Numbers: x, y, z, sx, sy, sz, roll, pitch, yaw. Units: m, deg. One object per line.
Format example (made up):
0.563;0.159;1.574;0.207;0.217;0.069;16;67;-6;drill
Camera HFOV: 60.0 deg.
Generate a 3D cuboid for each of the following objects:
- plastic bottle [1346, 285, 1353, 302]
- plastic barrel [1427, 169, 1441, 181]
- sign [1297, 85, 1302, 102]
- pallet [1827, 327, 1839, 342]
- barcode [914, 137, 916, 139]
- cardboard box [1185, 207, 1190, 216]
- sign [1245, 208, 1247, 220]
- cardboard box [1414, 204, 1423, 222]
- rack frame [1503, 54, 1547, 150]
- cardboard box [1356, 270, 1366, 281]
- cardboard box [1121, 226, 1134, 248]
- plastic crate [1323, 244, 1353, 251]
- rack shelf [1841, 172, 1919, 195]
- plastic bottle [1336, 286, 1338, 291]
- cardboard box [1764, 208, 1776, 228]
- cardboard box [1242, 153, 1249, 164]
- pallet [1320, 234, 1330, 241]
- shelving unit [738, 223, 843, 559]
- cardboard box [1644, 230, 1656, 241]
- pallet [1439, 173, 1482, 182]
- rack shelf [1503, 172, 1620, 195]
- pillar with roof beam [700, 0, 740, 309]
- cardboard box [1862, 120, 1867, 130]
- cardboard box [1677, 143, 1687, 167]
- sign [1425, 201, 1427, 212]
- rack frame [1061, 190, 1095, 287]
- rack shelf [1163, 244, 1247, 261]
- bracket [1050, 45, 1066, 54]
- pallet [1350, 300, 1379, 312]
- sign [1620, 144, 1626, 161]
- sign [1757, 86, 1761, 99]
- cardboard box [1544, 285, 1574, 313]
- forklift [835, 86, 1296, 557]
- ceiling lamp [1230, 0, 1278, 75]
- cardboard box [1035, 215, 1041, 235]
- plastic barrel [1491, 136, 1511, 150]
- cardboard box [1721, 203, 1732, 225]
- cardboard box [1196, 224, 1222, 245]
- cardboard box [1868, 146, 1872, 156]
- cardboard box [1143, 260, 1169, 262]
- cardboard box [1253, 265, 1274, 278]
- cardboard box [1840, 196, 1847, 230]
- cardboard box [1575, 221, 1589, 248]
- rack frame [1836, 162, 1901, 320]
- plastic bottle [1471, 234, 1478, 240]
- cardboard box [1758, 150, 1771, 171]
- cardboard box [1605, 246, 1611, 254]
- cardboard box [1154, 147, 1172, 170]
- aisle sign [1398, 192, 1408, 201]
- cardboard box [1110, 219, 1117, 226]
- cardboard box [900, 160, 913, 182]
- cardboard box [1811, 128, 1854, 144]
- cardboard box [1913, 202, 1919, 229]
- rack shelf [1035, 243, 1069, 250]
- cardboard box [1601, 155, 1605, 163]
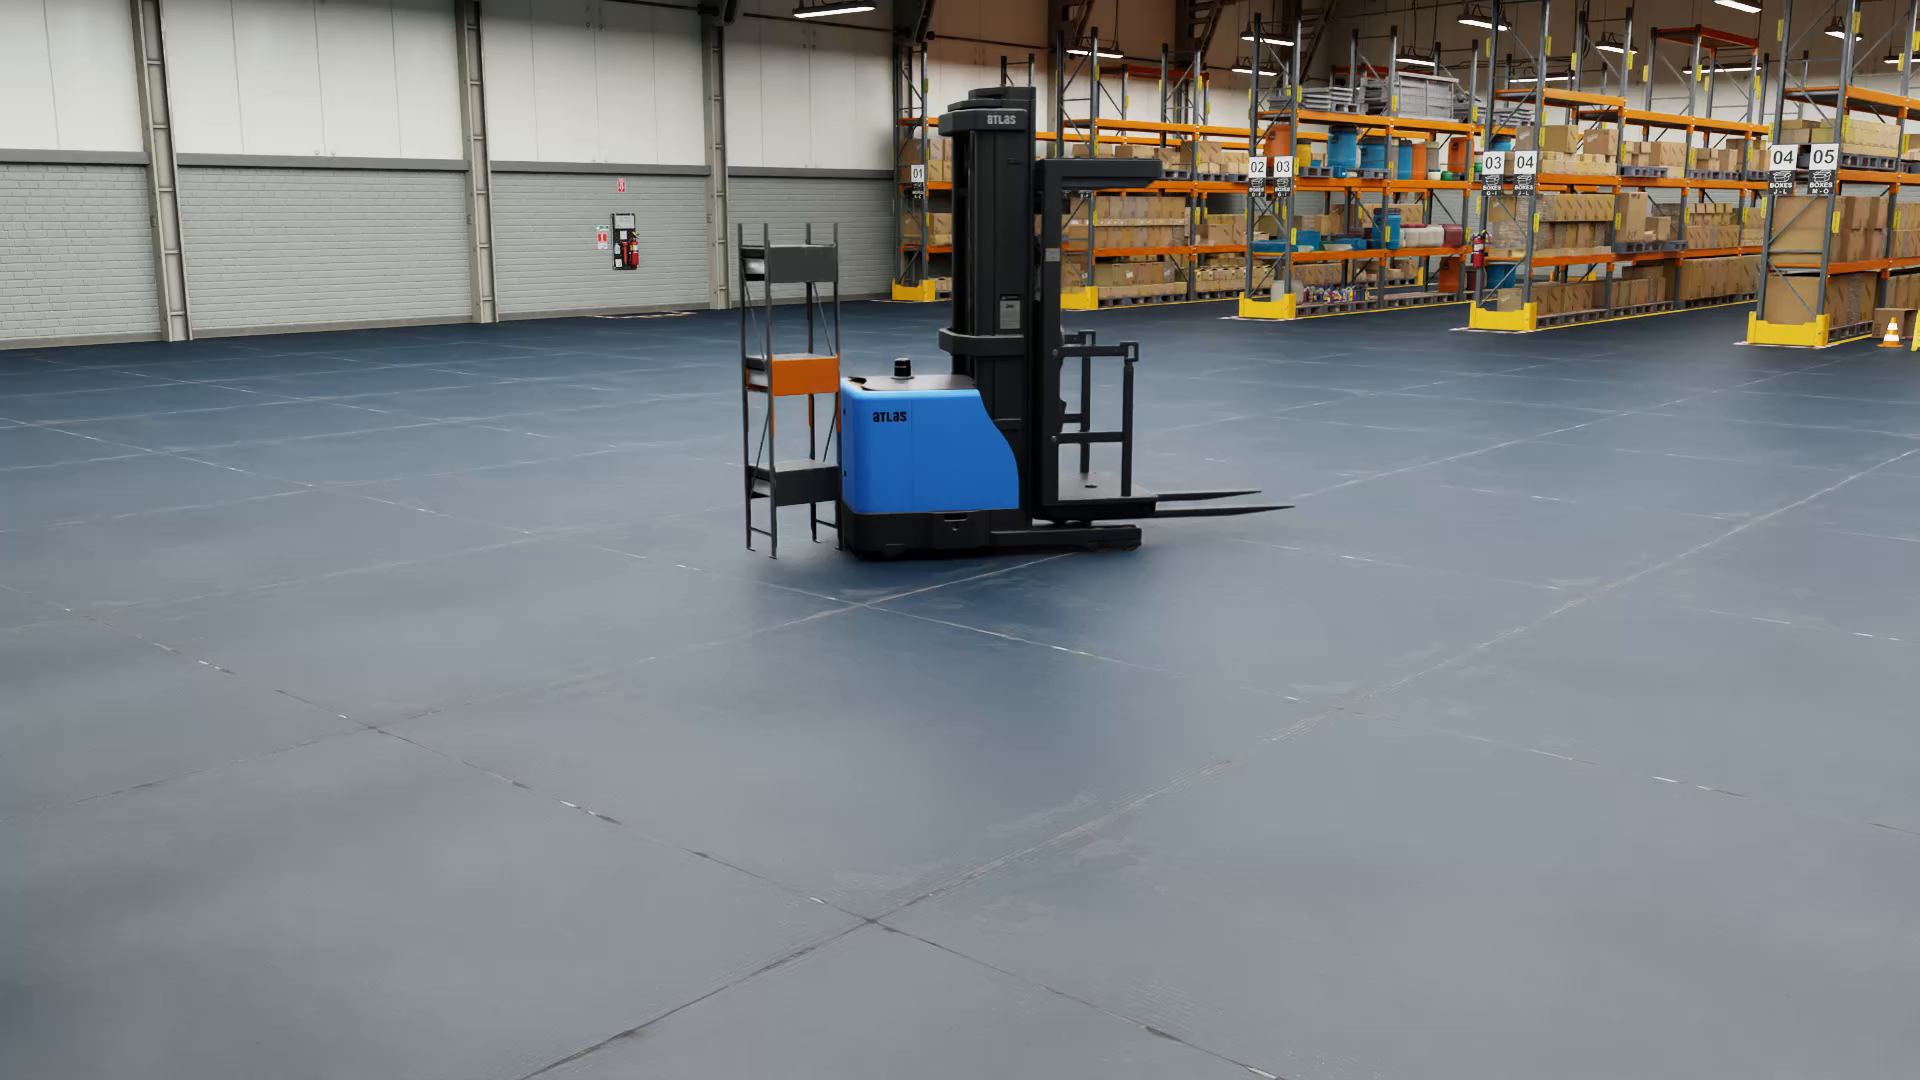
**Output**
8.351;-5.304;35.751;0.144;0.351;0.185;10;15;40;plastic bottle
10.876;-8.370;38.153;0.301;0.262;0.301;0;11;0;plastic barrel
6.670;-8.775;32.702;0.100;0.325;0.005;10;15;40;sign
14.108;-3.471;28.049;1.003;0.211;1.213;10;15;40;pallet
-1.089;-9.761;40.427;0.001;0.075;0.075;10;15;40;barcode
6.278;-9.450;47.886;0.500;0.250;0.500;10;15;42;cardboard box
7.408;-8.423;42.969;0.100;0.325;0.005;10;15;40;sign
13.016;-9.440;48.010;0.500;0.500;0.500;10;15;40;cardboard box
14.181;-10.714;41.880;1.000;3.000;0.127;10;15;40;rack frame
10.902;-7.344;46.066;0.500;0.311;0.500;10;15;40;cardboard box
3.534;-6.914;37.915;0.700;0.500;0.500;10;15;41;cardboard box
8.018;-6.195;35.240;0.530;0.136;0.437;10;15;40;plastic crate
17.600;-6.711;31.333;1.077;0.370;4.000;10;15;40;rack shelf
8.248;-5.424;36.522;0.061;0.283;0.133;10;15;40;plastic bottle
20.417;-8.055;41.591;0.500;0.500;0.500;10;15;41;cardboard box
8.424;-11.369;49.956;0.500;0.500;0.500;9;14;38;cardboard box
9.102;-8.018;44.184;1.003;0.211;1.213;10;15;40;pallet
-1.084;-0.967;10.682;0.503;2.100;0.431;-7;13;-32;shelving unit
14.363;-6.403;34.884;0.396;0.266;0.258;9;15;39;cardboard box
12.119;-8.662;39.746;1.003;0.211;1.213;10;15;40;pallet
11.300;-6.779;31.672;1.077;0.370;4.000;10;15;40;rack shelf
-2.097;-9.005;33.323;9.100;9.000;0.548;10;15;40;pillar with roof beam
14.770;-6.862;27.527;0.380;0.149;0.250;9;15;39;cardboard box
15.134;-8.206;35.449;0.500;0.500;0.500;10;15;42;cardboard box
13.506;-9.650;48.105;0.100;0.325;0.005;10;15;40;sign
2.541;-6.648;36.837;1.000;3.000;0.127;10;15;40;rack frame
6.502;-7.178;41.327;1.077;0.370;4.000;10;15;40;rack shelf
2.583;-12.986;44.061;0.235;0.232;0.430;10;15;40;bracket
8.425;-5.135;36.380;1.003;0.211;1.213;10;15;40;pallet
13.033;-7.611;32.678;0.100;0.325;0.005;10;15;40;sign
20.129;-11.271;41.877;0.100;0.325;0.005;10;15;40;sign
11.603;-4.695;32.368;0.500;0.500;0.500;8;14;35;cardboard box
0.719;-1.453;11.002;3.031;2.935;1.130;-2;12;-11;forklift
8.296;-14.372;45.290;0.800;3.185;2.000;10;15;40;ceiling lamp
1.819;-8.212;43.288;0.700;0.500;0.500;10;15;41;cardboard box
13.169;-9.424;40.727;0.600;0.901;0.708;10;15;40;plastic barrel
17.486;-7.578;38.677;0.797;0.503;0.637;9;15;39;cardboard box
6.048;-7.474;40.717;0.500;0.500;0.500;-11;16;-43;cardboard box
15.107;-6.545;27.979;0.380;0.149;0.250;10;15;41;cardboard box
4.640;-6.434;39.799;0.500;0.500;0.500;10;15;40;cardboard box
7.661;-6.849;42.358;0.500;0.311;0.500;10;15;42;cardboard box
14.207;-5.456;27.729;0.875;0.550;0.550;10;15;40;cardboard box
11.666;-5.936;32.259;0.875;0.500;0.500;10;15;40;cardboard box
16.279;-5.299;30.083;1.000;3.000;0.127;10;15;40;rack frame
12.374;-7.213;39.983;0.152;0.276;0.135;10;15;40;plastic bottle
19.183;-9.167;40.209;0.700;0.500;0.500;11;15;43;cardboard box
12.699;-5.762;33.044;0.380;0.149;0.250;10;15;40;cardboard box
4.651;-8.991;39.225;0.500;0.500;0.500;-11;15;-43;cardboard box
12.927;-10.325;48.609;0.394;0.787;0.004;10;15;40;aisle sign
3.300;-7.121;37.293;0.380;0.149;0.250;10;15;41;cardboard box
-1.097;-8.912;40.207;0.500;0.500;0.500;-11;16;-43;cardboard box
14.150;-6.546;26.967;0.500;0.250;0.500;10;15;40;cardboard box
17.946;-6.212;31.845;0.700;0.500;0.500;9;15;39;cardboard box
2.778;-7.818;44.531;1.077;0.370;4.000;10;15;40;rack shelf
12.277;-7.387;32.245;0.380;0.149;0.250;9;14;38;cardboard box
